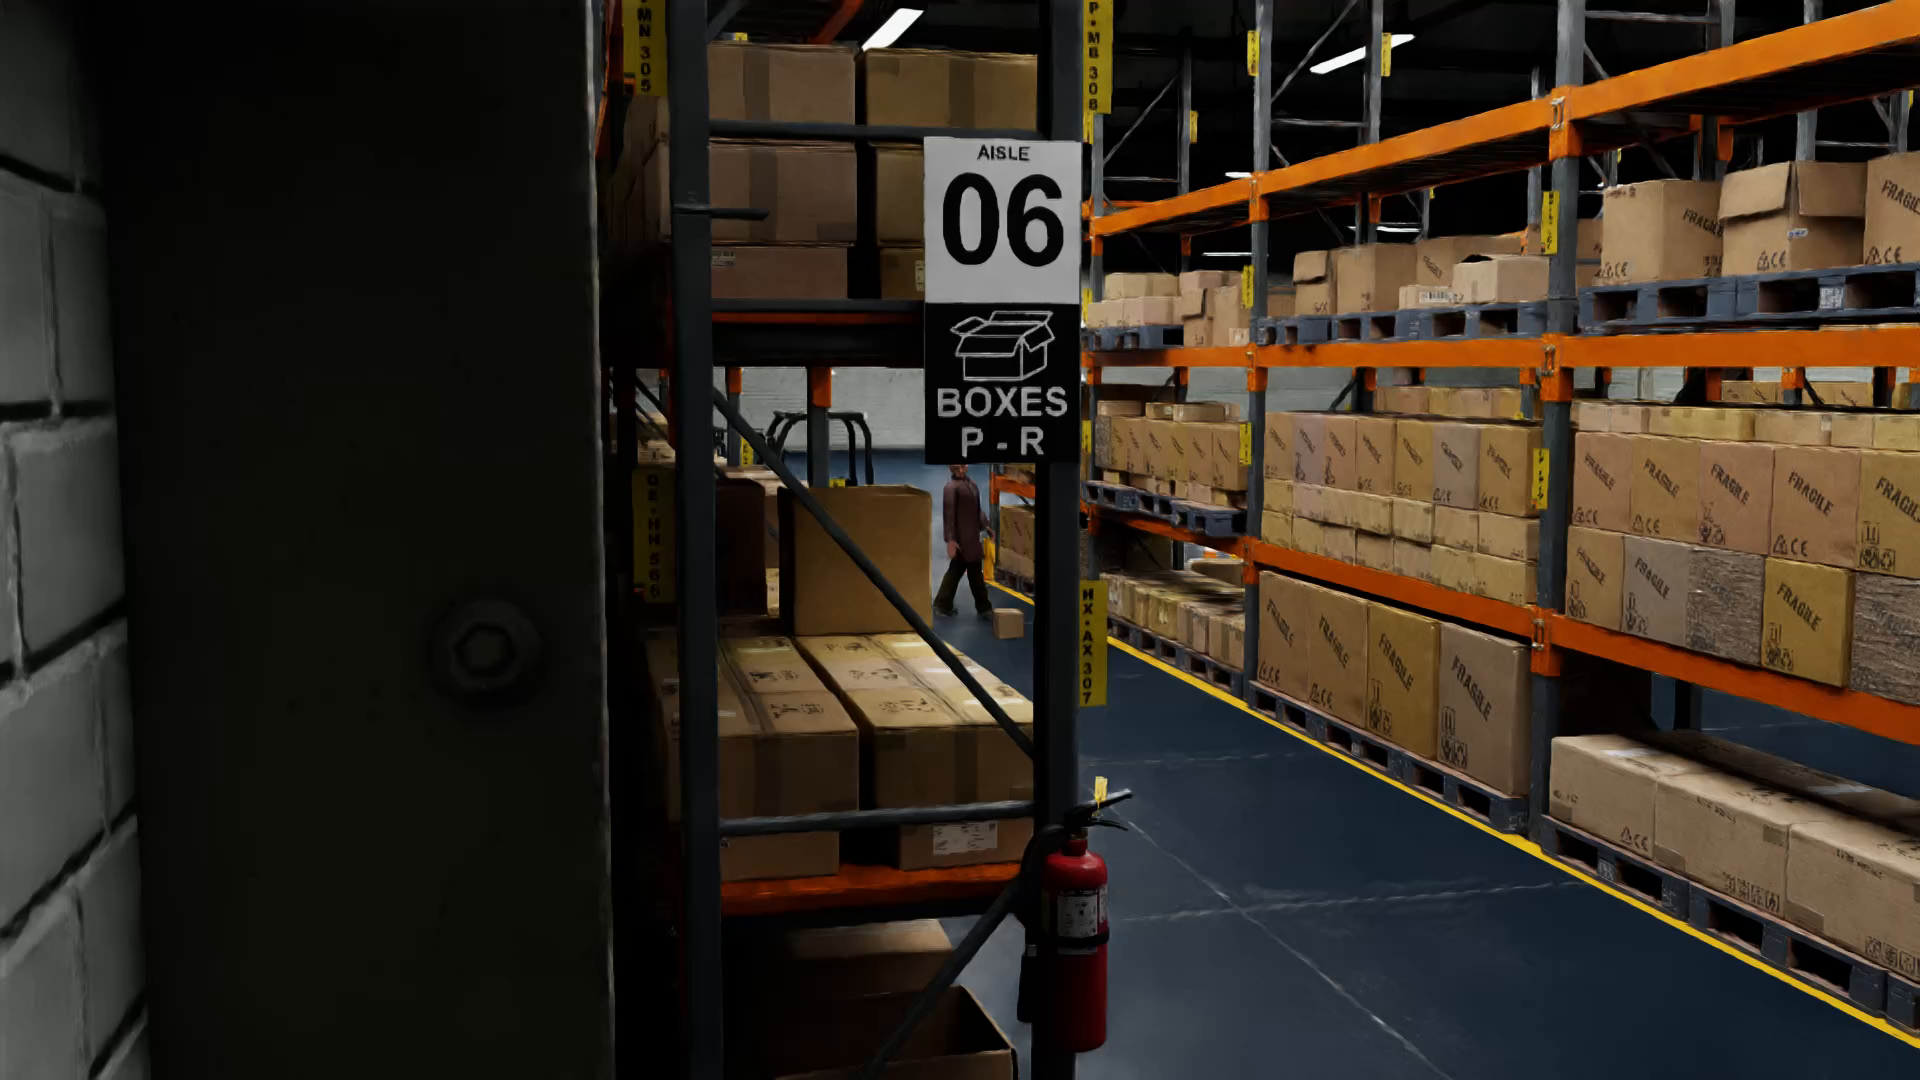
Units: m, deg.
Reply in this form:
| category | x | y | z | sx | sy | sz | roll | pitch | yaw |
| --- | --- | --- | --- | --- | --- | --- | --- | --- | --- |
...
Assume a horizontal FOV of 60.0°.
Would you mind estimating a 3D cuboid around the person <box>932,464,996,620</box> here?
| category | x | y | z | sx | sy | sz | roll | pitch | yaw |
| --- | --- | --- | --- | --- | --- | --- | --- | --- | --- |
| person | 0.083 | -0.035 | 17.305 | 0.764 | 1.742 | 0.617 | 1 | 6 | 8 |
